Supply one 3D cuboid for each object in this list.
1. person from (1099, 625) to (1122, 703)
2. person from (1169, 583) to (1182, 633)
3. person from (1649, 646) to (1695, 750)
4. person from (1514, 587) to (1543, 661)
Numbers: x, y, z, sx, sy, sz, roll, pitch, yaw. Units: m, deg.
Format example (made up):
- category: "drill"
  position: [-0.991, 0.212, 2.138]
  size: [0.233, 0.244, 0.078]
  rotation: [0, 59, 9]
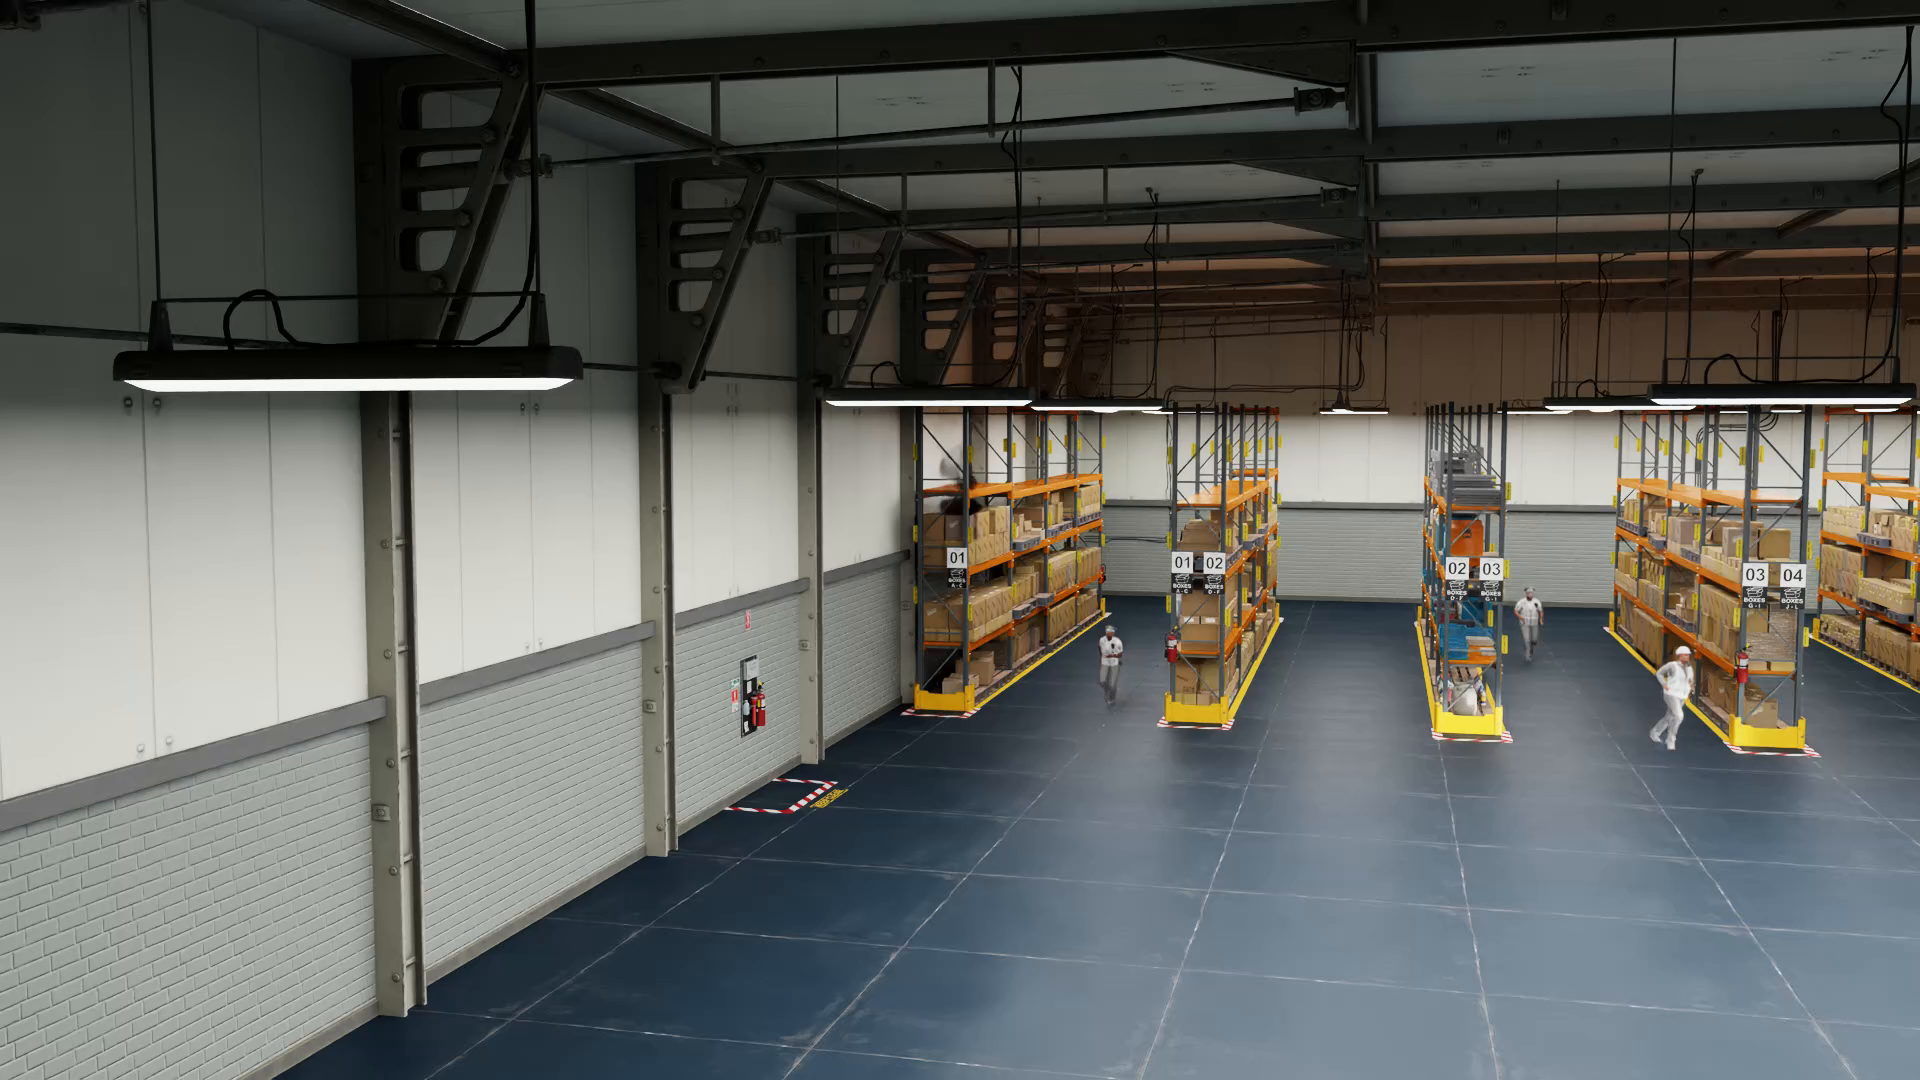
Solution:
- category: "person"
  position: [2.958, 2.462, 32.848]
  size: [0.527, 1.602, 0.748]
  rotation: [1, 4, 16]
- category: "person"
  position: [5.859, 1.605, 44.030]
  size: [0.674, 1.730, 0.632]
  rotation: [1, 4, 11]
- category: "person"
  position: [12.436, 2.740, 28.995]
  size: [0.699, 1.810, 0.705]
  rotation: [-2, 5, -26]
- category: "person"
  position: [13.419, 1.969, 39.226]
  size: [0.665, 1.746, 0.603]
  rotation: [1, 4, 8]
